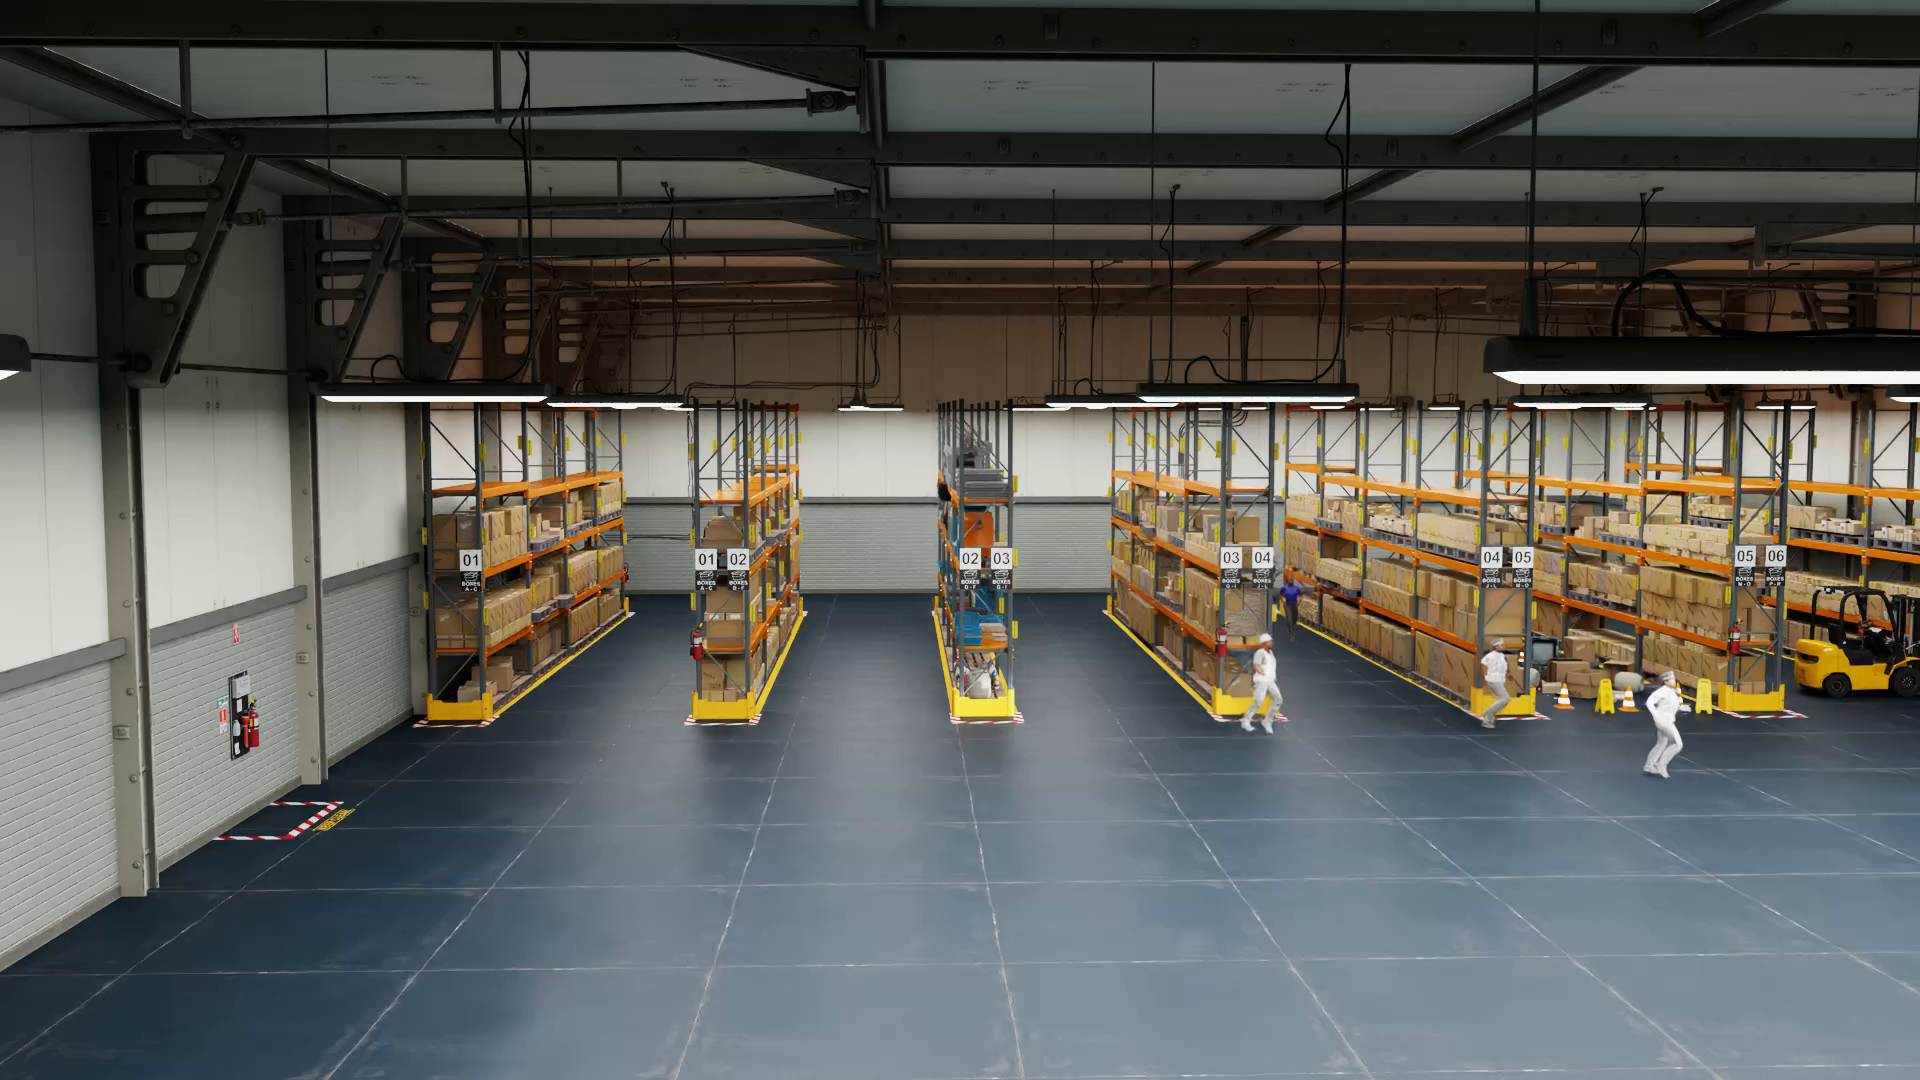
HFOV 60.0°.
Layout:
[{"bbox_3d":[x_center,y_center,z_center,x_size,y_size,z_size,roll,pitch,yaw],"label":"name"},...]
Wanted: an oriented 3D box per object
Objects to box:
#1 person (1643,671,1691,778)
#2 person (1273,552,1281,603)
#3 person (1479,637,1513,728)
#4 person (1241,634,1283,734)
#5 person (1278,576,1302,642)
[{"bbox_3d":[11.165,2.899,26.234,0.659,1.710,0.584,3,5,34],"label":"person"},{"bbox_3d":[9.043,1.181,48.892,0.803,1.661,0.721,-1,4,-7],"label":"person"},{"bbox_3d":[9.838,2.601,30.332,0.546,1.640,0.593,4,6,44],"label":"person"},{"bbox_3d":[5.477,2.580,29.927,0.672,1.784,0.738,3,6,38],"label":"person"},{"bbox_3d":[8.403,1.736,42.196,0.551,1.640,0.958,-1,4,-7],"label":"person"}]
